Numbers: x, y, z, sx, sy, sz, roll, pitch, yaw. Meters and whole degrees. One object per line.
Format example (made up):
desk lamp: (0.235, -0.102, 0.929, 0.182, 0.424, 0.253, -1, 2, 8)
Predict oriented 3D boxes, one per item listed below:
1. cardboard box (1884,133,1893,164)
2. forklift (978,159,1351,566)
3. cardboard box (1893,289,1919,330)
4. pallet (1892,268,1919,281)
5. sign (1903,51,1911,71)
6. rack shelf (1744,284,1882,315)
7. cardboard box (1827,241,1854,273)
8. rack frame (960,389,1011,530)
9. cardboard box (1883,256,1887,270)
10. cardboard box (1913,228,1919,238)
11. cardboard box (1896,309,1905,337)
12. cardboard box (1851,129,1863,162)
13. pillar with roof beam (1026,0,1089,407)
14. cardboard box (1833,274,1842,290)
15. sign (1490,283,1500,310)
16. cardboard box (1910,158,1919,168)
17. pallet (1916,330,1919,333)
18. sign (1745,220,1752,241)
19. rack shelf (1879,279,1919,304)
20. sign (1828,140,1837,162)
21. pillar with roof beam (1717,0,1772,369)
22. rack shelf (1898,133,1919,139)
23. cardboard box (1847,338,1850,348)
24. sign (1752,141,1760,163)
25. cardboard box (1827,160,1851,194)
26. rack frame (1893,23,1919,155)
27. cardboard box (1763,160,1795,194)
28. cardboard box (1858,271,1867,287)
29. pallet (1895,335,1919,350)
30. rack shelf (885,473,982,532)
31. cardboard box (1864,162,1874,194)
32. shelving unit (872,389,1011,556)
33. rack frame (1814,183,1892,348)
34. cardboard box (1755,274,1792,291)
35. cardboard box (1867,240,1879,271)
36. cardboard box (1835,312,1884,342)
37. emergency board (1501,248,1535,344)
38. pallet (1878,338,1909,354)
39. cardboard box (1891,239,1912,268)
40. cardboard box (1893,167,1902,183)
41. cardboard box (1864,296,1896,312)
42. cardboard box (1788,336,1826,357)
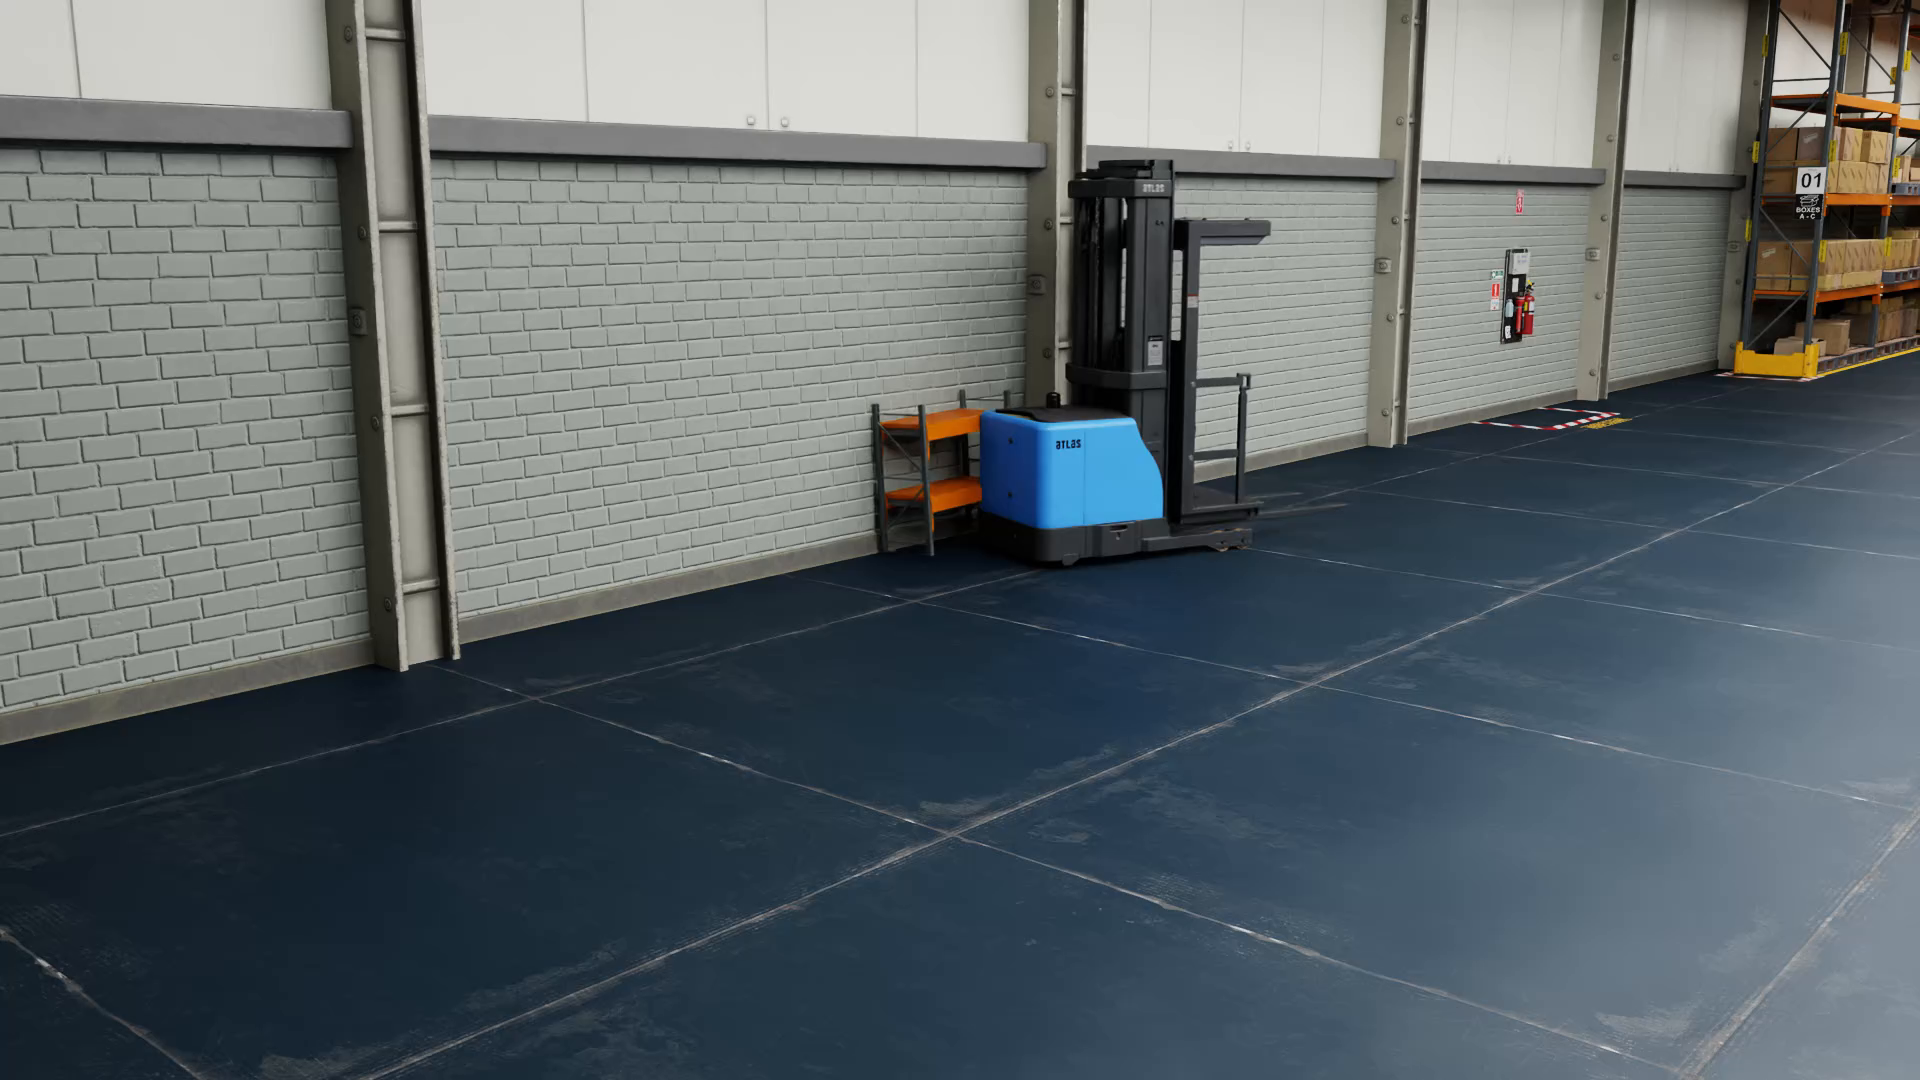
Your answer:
cardboard box: (15.373, -6.586, 28.012, 0.500, 0.500, 0.500, 8, 14, 36)
forklift: (1.688, -1.430, 12.887, 3.031, 2.935, 1.130, -6, 13, -27)
cardboard box: (18.724, -4.507, 32.532, 0.750, 0.750, 0.750, 10, 15, 40)
pallet: (16.864, -4.873, 30.440, 1.003, 0.211, 1.213, 10, 15, 40)
sign: (15.895, -8.041, 27.908, 0.100, 0.325, 0.005, 10, 15, 40)
rack shelf: (14.179, -4.028, 27.557, 1.077, 0.370, 4.000, 10, 15, 40)
cardboard box: (14.080, -4.569, 26.844, 0.500, 0.500, 0.500, 9, 14, 39)
rack frame: (0.221, -0.629, 13.193, 0.500, 1.125, 0.032, 5, 13, 39)
cardboard box: (15.861, -5.010, 29.260, 0.700, 0.500, 0.500, 10, 15, 41)
cardboard box: (18.652, -5.874, 31.981, 0.500, 0.250, 0.500, 10, 15, 42)
cardboard box: (17.277, -4.080, 31.240, 0.700, 0.500, 0.500, 10, 15, 40)
cardboard box: (13.995, -6.276, 26.458, 0.500, 0.500, 0.500, 10, 15, 42)
pillar with roof beam: (4.023, -4.038, 10.455, 9.100, 9.000, 0.400, 10, 15, 40)
cardboard box: (13.752, -4.132, 26.572, 0.500, 0.250, 0.500, 9, 15, 39)
sign: (6.608, -3.009, 20.529, 0.001, 0.329, 0.234, 10, 15, 40)
cardboard box: (18.411, -7.077, 31.947, 0.700, 0.500, 0.500, 8, 14, 36)
pallet: (18.717, -4.002, 32.711, 1.003, 0.211, 1.213, 10, 15, 40)
sign: (12.455, -4.884, 26.243, 0.100, 0.325, 0.005, 10, 15, 40)
rack shelf: (16.820, -4.617, 30.503, 1.077, 0.370, 4.000, 10, 15, 40)
sign: (13.267, -5.916, 25.283, 0.100, 0.325, 0.005, 10, 15, 40)
pillar with roof beam: (15.905, -6.687, 23.714, 9.100, 9.000, 0.400, 10, 15, 40)
rack shelf: (19.460, -7.951, 32.901, 1.077, 0.370, 4.000, 10, 15, 40)
cardboard box: (15.169, -3.419, 28.781, 0.380, 0.166, 0.250, 7, 14, 33)
sign: (12.455, -6.066, 26.007, 0.100, 0.325, 0.005, 10, 15, 40)
cardboard box: (13.649, -5.708, 26.165, 0.500, 0.500, 0.500, -11, 16, -44)
rack frame: (18.140, -8.205, 31.319, 1.000, 3.000, 0.127, 10, 15, 40)
cardboard box: (12.944, -5.711, 26.179, 0.500, 0.500, 0.500, -11, 16, -43)
cardboard box: (14.759, -4.354, 27.685, 0.500, 0.250, 0.500, 10, 15, 40)
pallet: (17.623, -3.781, 31.605, 1.003, 0.211, 1.213, 10, 15, 40)
rack shelf: (-0.089, -0.301, 12.854, 0.538, 0.278, 1.000, 5, 13, 39)
cardboard box: (14.671, -5.939, 27.325, 0.500, 0.500, 0.500, 9, 14, 38)
shelving unit: (-0.103, -0.541, 12.811, 0.538, 1.125, 1.048, 5, 13, 39)
rack frame: (15.500, -4.675, 28.960, 1.000, 3.000, 0.127, 10, 15, 40)
cardboard box: (13.022, -4.117, 26.496, 0.500, 0.250, 0.500, 10, 15, 41)
cardboard box: (15.095, -4.795, 27.979, 0.500, 0.500, 0.500, 10, 15, 40)
cardboard box: (16.276, -3.858, 30.128, 0.700, 0.500, 0.500, 9, 15, 39)
emergency board: (7.051, -3.060, 20.873, 0.194, 1.169, 0.643, 10, 15, 40)
pallet: (16.818, -3.603, 30.710, 1.003, 0.211, 1.213, 10, 15, 40)
cardboard box: (17.032, -5.272, 30.568, 0.700, 0.500, 0.500, 10, 15, 40)
cardboard box: (16.327, -6.469, 29.438, 0.500, 0.311, 0.500, 10, 15, 42)
cardboard box: (16.945, -4.357, 30.709, 0.500, 0.250, 0.500, 10, 15, 40)
cardboard box: (13.760, -3.158, 27.105, 0.500, 0.311, 0.500, -11, 15, -43)
